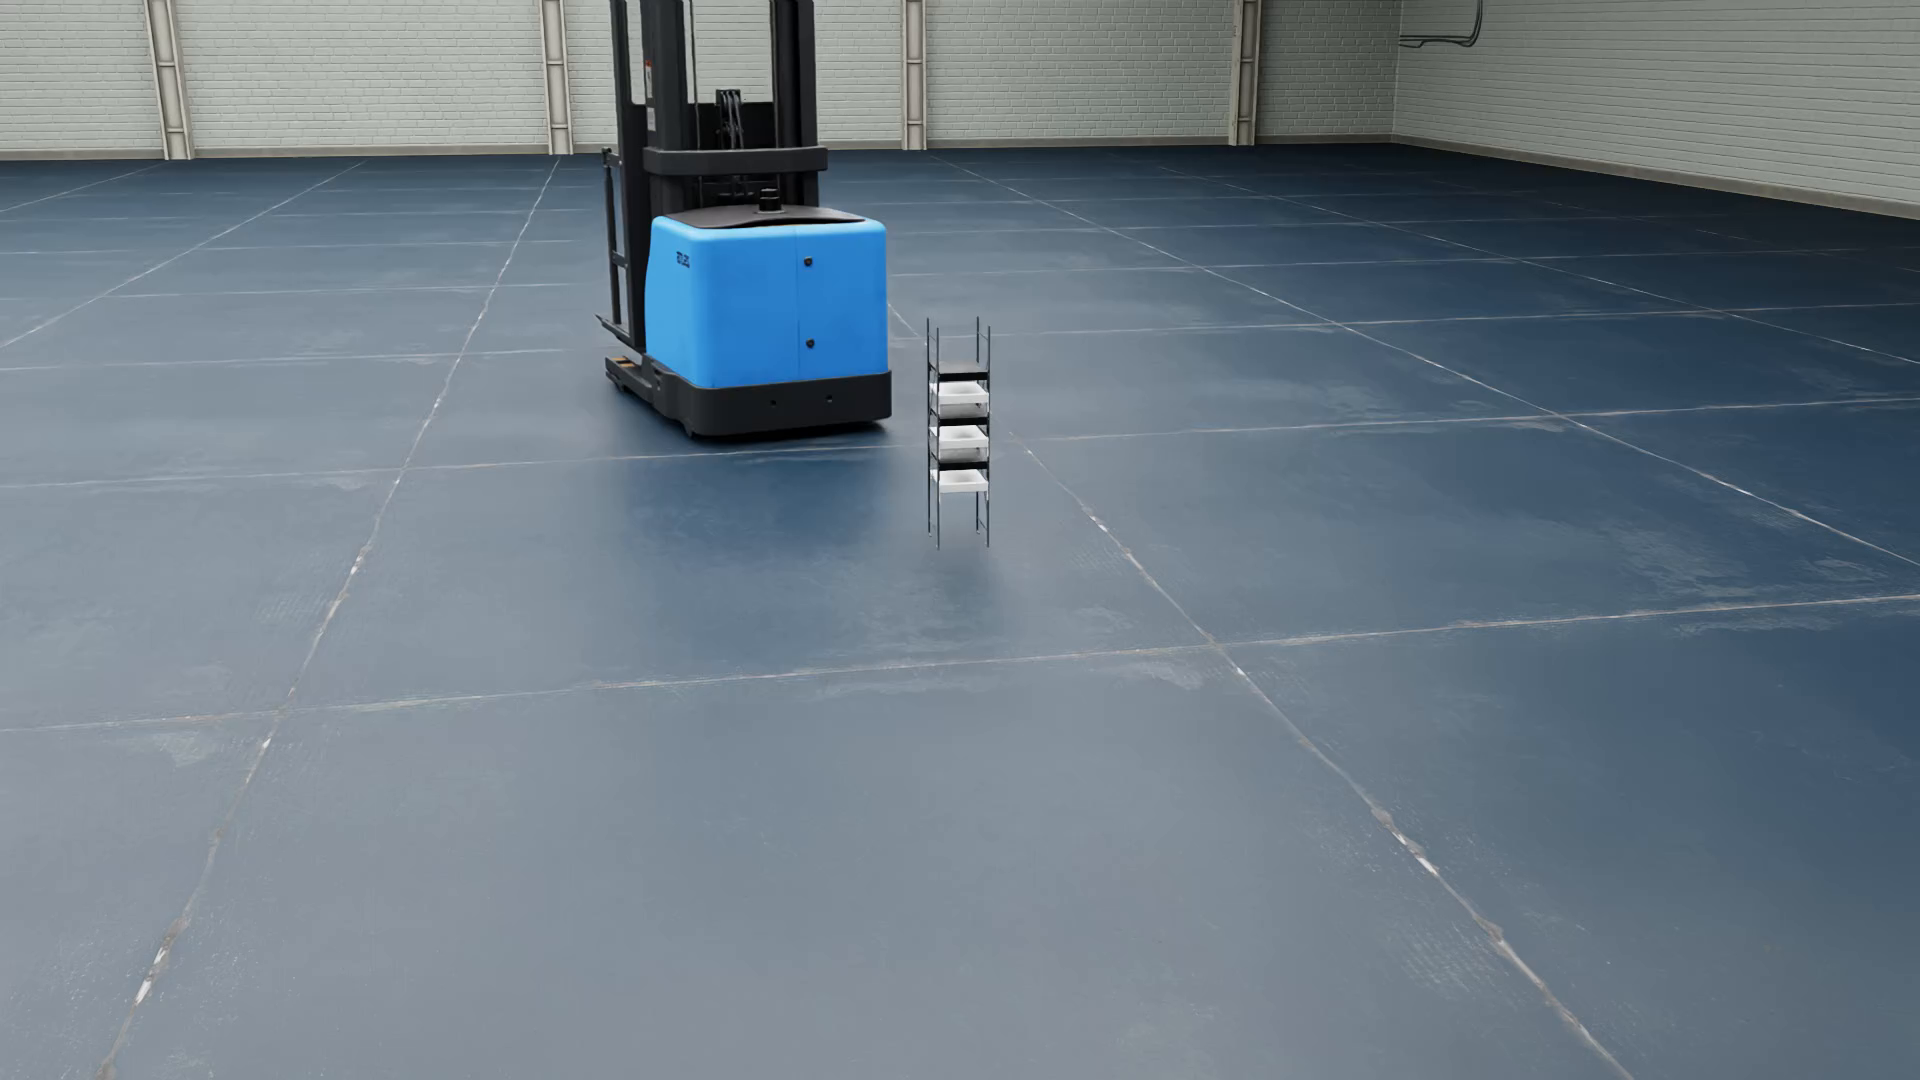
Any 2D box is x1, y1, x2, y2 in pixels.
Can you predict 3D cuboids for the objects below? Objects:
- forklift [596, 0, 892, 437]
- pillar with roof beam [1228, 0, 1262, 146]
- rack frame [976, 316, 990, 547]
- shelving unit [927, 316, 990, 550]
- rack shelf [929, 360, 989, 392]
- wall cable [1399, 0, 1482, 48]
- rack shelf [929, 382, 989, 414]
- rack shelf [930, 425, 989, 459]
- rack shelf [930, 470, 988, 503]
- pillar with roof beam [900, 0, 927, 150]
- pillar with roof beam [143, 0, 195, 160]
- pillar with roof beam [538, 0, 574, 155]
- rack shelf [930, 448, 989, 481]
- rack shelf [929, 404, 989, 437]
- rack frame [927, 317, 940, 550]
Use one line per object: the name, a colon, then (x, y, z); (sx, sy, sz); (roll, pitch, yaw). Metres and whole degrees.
forklift: (-1.435, -2.305, 9.325); (1.130, 2.935, 3.031); (-8, 19, -24)
pillar with roof beam: (5.906, -10.215, 24.743); (0.400, 9.000, 9.100); (-3, 17, -10)
rack frame: (0.092, -0.435, 6.697); (0.006, 0.900, 0.240); (-3, 17, -10)
shelving unit: (-0.008, -0.430, 6.678); (0.210, 0.900, 0.258); (-3, 17, -10)
rack shelf: (-0.008, -0.656, 6.609); (0.200, 0.077, 0.258); (-3, 17, -10)
wall cable: (8.233, -9.755, 28.533); (0.112, 2.526, 3.097); (-3, 17, -10)
rack shelf: (-0.008, -0.570, 6.635); (0.200, 0.077, 0.258); (-3, 17, -10)
rack shelf: (-0.008, -0.398, 6.688); (0.200, 0.077, 0.258); (-3, 17, -10)
rack shelf: (-0.008, -0.226, 6.741); (0.200, 0.077, 0.258); (-3, 17, -10)
pillar with roof beam: (0.015, -9.881, 23.655); (0.400, 9.000, 9.100); (-3, 17, -10)
pillar with roof beam: (-11.767, -9.212, 21.479); (0.400, 9.000, 9.100); (-3, 17, -10)
pillar with roof beam: (-5.876, -9.547, 22.567); (0.400, 9.000, 9.100); (-3, 17, -10)
rack shelf: (-0.008, -0.312, 6.714); (0.200, 0.077, 0.258); (-3, 17, -10)
rack shelf: (-0.008, -0.484, 6.662); (0.200, 0.077, 0.258); (-3, 17, -10)
rack frame: (-0.108, -0.424, 6.660); (0.006, 0.900, 0.240); (-3, 17, -10)
